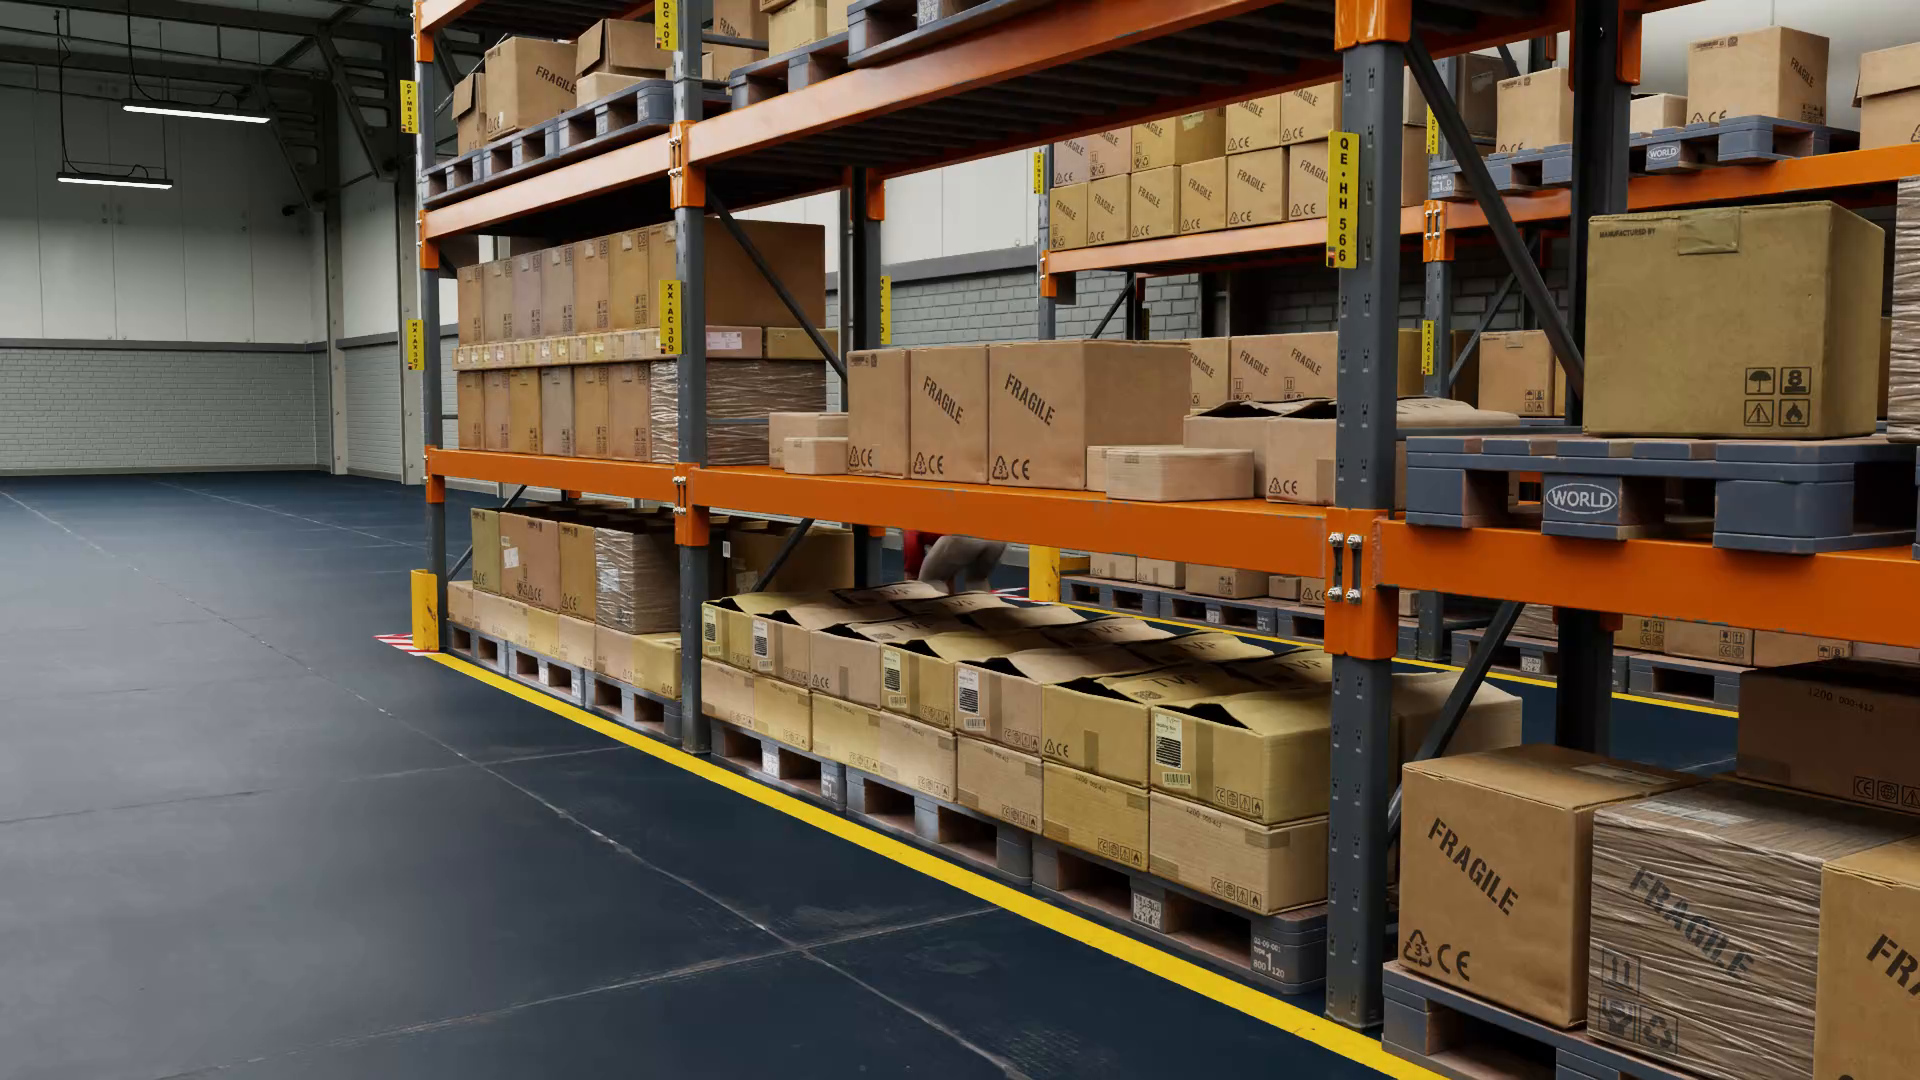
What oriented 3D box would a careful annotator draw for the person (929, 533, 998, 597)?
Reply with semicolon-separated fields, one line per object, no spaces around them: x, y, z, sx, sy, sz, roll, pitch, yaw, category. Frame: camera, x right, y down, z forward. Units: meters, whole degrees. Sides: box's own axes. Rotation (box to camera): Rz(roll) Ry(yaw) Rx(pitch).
0.029;-0.154;10.815;0.580;1.726;0.397;-3;6;-36;person
